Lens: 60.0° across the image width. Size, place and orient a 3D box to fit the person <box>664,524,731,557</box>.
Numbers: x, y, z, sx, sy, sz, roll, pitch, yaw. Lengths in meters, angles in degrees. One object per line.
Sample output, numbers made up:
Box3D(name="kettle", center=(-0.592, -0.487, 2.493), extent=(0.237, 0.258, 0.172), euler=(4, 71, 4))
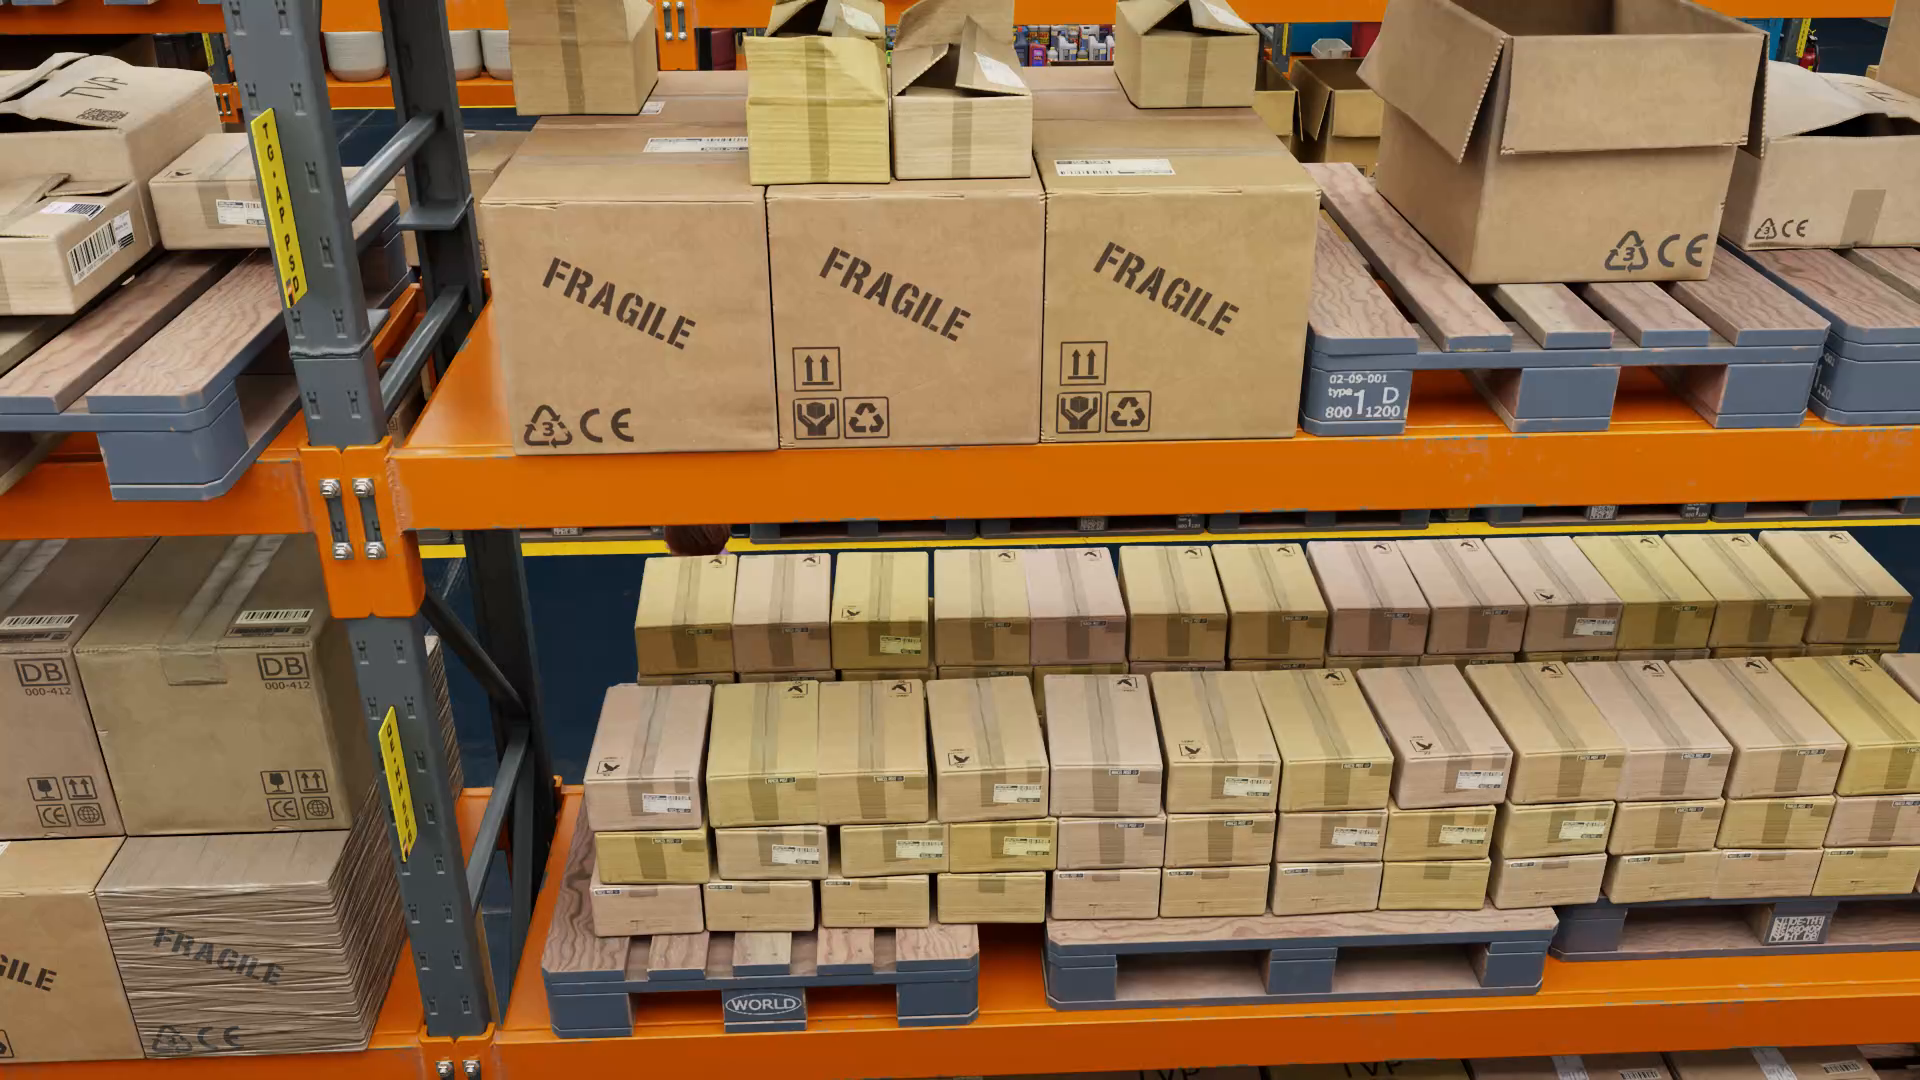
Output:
Box3D(name="person", center=(-0.913, 0.576, 6.052), extent=(0.308, 1.594, 0.406), euler=(-1, 28, -1))
